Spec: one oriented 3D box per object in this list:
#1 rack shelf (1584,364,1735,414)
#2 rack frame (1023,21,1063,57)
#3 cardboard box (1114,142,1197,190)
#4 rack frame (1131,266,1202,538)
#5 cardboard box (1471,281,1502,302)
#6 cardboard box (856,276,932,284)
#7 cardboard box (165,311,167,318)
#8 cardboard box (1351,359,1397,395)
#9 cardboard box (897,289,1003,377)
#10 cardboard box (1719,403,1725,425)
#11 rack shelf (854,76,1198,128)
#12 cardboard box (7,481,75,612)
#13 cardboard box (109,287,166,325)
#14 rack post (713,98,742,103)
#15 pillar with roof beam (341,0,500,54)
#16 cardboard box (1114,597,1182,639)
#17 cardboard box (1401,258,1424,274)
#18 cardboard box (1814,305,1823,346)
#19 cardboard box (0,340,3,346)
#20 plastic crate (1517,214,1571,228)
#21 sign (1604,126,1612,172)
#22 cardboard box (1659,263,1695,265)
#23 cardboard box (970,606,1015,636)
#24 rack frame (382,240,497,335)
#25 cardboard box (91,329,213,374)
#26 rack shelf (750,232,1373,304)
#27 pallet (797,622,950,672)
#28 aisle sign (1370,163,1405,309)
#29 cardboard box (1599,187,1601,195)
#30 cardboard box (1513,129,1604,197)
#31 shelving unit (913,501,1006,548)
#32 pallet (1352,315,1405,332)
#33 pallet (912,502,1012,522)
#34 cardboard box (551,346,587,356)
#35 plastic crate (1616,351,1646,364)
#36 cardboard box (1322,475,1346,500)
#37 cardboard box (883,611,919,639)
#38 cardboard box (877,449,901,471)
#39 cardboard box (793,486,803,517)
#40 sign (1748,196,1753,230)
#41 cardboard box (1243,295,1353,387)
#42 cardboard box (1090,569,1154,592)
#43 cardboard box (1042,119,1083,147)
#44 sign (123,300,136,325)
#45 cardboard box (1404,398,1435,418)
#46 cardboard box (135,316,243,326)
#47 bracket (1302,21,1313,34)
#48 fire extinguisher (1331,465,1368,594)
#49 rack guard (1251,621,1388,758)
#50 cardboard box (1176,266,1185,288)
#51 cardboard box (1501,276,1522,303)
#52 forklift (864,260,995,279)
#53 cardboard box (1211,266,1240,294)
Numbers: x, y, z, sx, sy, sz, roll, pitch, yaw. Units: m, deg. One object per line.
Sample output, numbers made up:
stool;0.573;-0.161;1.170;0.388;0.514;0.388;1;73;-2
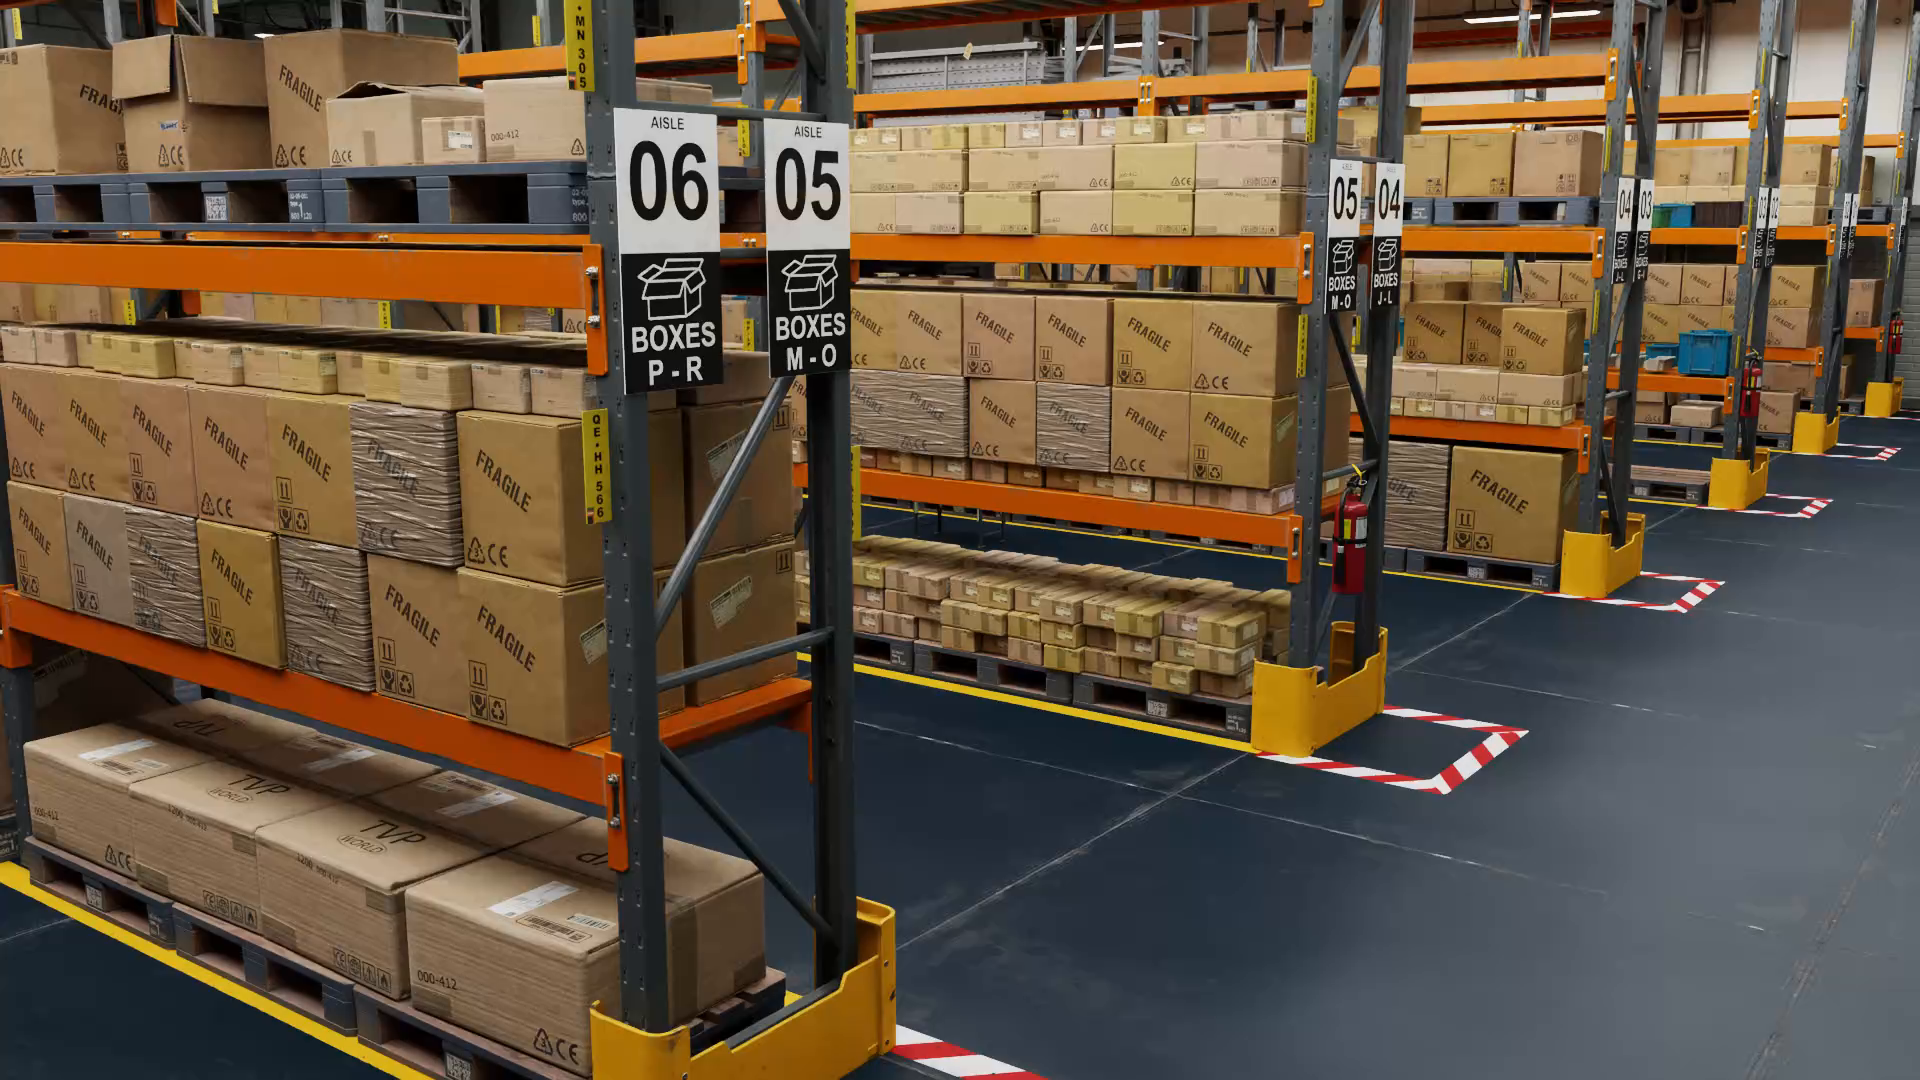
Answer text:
rack shelf;6.480;-1.754;18.315;4.000;0.370;1.077;8;13;36
rack frame;1.355;-6.935;27.406;0.127;3.000;1.000;8;13;36
cardboard box;1.208;-2.091;9.343;0.500;0.250;0.500;8;13;34
rack frame;1.936;-1.574;15.490;0.127;3.000;1.000;8;13;36
cardboard box;7.553;-3.433;23.730;0.500;0.500;0.700;3;11;16
cardboard box;-0.708;-2.481;17.272;0.637;0.503;0.797;9;14;37
cardboard box;-7.126;-2.211;15.884;0.500;0.500;0.700;8;13;35
cardboard box;3.371;-1.383;14.113;0.500;0.250;0.500;8;14;36
cardboard box;-0.047;-1.307;10.429;0.500;0.500;0.500;8;14;36
cardboard box;10.353;-1.667;22.053;0.500;0.250;0.500;8;13;36
rack shelf;0.324;-4.195;16.189;4.000;0.370;1.077;8;13;36
cardboard box;-3.707;-0.013;7.158;0.500;0.500;0.500;9;14;37
cardboard box;-7.806;-2.376;16.398;0.550;0.550;0.875;8;13;36
rack post;-3.224;-6.377;24.719;0.954;0.300;0.937;8;13;34
pillar with roof beam;-14.920;-9.562;40.984;0.548;9.000;9.100;8;13;36
cardboard box;1.114;0.457;9.822;0.250;0.149;0.380;8;13;34
cardboard box;7.744;-4.778;28.978;0.500;0.250;0.500;8;14;37
cardboard box;10.825;-2.780;21.459;0.500;0.500;0.500;8;14;37
cardboard box;-4.541;-0.744;8.300;0.500;0.500;0.500;8;13;35
plastic crate;6.279;-3.420;17.829;0.530;0.136;0.437;8;13;36
sign;4.828;-2.912;12.383;0.005;0.325;0.100;8;13;36
cardboard box;9.589;-3.442;22.251;0.500;0.500;0.500;8;13;35
cardboard box;0.269;0.482;10.476;0.250;0.149;0.380;8;14;36
rack frame;-4.305;-1.276;13.948;0.127;3.000;1.000;8;13;36
cardboard box;-3.218;-0.754;6.649;0.250;0.149;0.380;8;13;35
rack shelf;0.531;-1.721;10.245;4.000;0.370;1.077;8;13;36
pallet;-0.519;0.613;11.526;1.213;0.211;1.003;8;13;36
aisle sign;2.379;-1.691;9.247;0.004;0.787;0.394;8;13;36
cardboard box;8.452;-4.586;22.240;0.500;0.250;0.500;8;13;36
cardboard box;4.709;-2.952;13.081;0.500;0.500;0.700;7;13;32
shelving unit;-0.005;-0.737;15.111;0.755;1.500;0.431;8;13;36
pallet;6.149;-3.228;24.543;1.213;0.211;1.003;8;13;36
pallet;0.282;-0.417;16.852;1.213;0.211;1.003;8;13;36
cardboard box;-1.223;-0.613;5.920;0.250;0.149;0.380;8;14;37
plastic crate;7.331;-1.986;18.154;0.298;0.136;0.250;8;13;36
cardboard box;2.076;-0.340;9.771;0.250;0.149;0.380;8;13;35
cardboard box;-0.298;0.528;11.023;0.250;0.149;0.380;8;13;34
cardboard box;-0.333;-0.550;10.857;0.250;0.149;0.380;7;13;33
cardboard box;-1.521;-0.297;12.388;0.500;0.250;0.500;7;13;33
sign;7.779;-3.218;16.365;0.005;0.325;0.100;8;13;36
cardboard box;1.938;-1.154;9.637;0.500;0.500;0.500;8;13;35
cardboard box;1.034;0.306;10.607;0.250;0.149;0.380;9;14;38
cardboard box;0.687;-2.358;9.673;0.250;0.149;0.380;8;14;37
sign;-7.857;-2.104;15.743;0.005;0.325;0.100;8;13;36
cardboard box;3.854;-1.105;13.728;0.250;0.149;0.380;8;13;34
cardboard box;-3.493;-0.930;7.555;0.250;0.149;0.380;8;13;34
bracket;6.427;-9.282;30.062;0.430;0.232;0.235;8;13;36
fire extinguisher;2.073;-0.057;8.830;0.183;0.674;0.296;8;13;36
rack guard;2.081;0.842;9.581;0.348;0.500;1.175;8;13;36
cardboard box;4.029;-5.138;32.278;0.500;0.500;0.500;8;13;34
cardboard box;9.394;-4.181;27.866;0.500;0.500;0.500;8;14;36
forklift;-0.351;-2.079;18.281;1.130;2.935;3.031;7;13;34
cardboard box;5.120;-4.887;31.194;0.500;0.500;0.700;10;15;41
